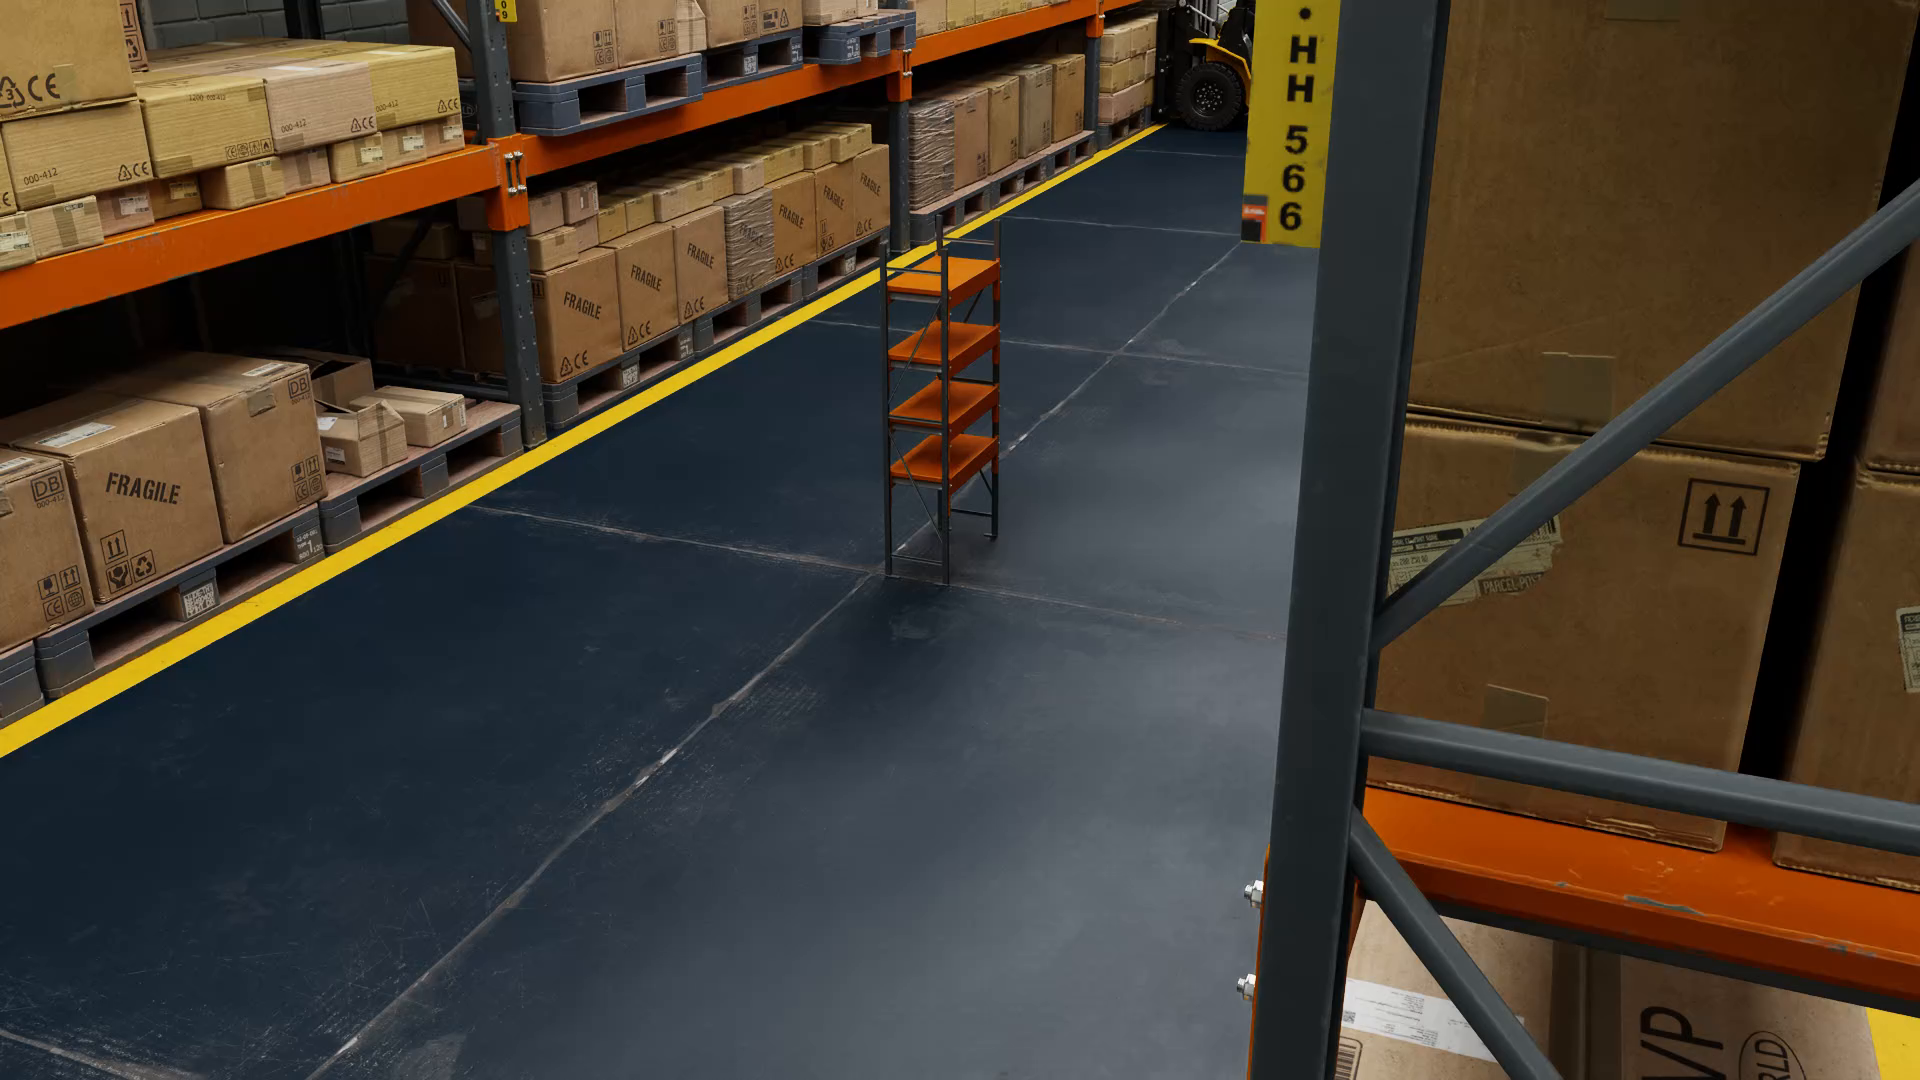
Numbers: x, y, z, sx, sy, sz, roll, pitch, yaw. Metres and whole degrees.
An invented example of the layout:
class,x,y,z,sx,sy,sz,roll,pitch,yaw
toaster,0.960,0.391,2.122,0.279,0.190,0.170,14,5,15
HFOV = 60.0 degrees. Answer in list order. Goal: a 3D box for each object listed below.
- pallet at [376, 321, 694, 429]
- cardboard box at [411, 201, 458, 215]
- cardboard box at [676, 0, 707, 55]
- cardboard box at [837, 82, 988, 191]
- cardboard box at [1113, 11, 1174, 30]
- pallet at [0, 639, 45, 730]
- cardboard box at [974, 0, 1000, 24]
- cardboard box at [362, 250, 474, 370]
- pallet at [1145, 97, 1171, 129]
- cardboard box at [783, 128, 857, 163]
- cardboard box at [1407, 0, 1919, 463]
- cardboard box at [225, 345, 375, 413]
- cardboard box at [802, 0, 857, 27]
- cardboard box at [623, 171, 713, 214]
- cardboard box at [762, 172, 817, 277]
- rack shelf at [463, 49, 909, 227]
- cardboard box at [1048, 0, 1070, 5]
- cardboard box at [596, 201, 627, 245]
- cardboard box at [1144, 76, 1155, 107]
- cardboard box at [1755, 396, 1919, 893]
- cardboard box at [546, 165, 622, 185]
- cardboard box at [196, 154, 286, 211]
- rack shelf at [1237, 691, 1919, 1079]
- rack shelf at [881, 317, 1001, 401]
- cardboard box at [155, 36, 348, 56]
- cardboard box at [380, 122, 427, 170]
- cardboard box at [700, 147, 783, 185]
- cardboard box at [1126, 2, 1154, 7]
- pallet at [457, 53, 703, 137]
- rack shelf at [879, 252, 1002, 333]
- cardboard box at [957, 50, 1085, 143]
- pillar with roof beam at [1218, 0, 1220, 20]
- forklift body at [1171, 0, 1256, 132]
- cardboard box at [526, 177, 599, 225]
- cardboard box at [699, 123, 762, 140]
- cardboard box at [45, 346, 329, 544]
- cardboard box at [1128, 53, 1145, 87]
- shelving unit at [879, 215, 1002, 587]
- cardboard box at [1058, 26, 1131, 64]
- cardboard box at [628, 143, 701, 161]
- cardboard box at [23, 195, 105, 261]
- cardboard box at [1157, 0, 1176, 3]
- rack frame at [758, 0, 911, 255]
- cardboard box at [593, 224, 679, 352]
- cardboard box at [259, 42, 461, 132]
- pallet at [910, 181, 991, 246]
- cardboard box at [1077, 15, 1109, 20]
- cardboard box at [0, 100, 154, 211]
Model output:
class,x,y,z,sx,sy,sz,roll,pitch,yaw
pallet,-2.024,-0.873,8.067,1.003,0.211,1.213,9,24,20
cardboard box,-2.330,-1.471,7.737,0.380,0.149,0.250,9,24,20
cardboard box,-1.419,-2.438,7.823,0.396,0.266,0.258,10,25,23
cardboard box,-0.326,-2.849,11.715,0.875,0.625,0.625,10,25,22
cardboard box,1.727,-4.789,15.548,0.500,0.250,0.500,8,24,19
pallet,-3.454,0.542,4.679,1.003,0.211,1.213,9,24,20
cardboard box,-0.038,-3.714,11.445,0.500,0.250,0.500,8,24,18
cardboard box,-2.384,-1.122,7.742,0.500,0.500,0.500,9,24,20
pallet,1.466,-4.156,15.927,1.003,0.211,1.213,9,24,20
cardboard box,-0.827,-2.319,9.768,0.380,0.149,0.250,7,24,17
cardboard box,0.791,-0.437,1.977,0.500,0.500,0.500,10,25,22
cardboard box,-2.756,-0.614,6.772,0.500,0.311,0.500,10,25,22
cardboard box,-0.897,-2.996,9.180,0.500,0.250,0.500,8,24,18
cardboard box,-1.484,-1.770,8.452,0.380,0.149,0.250,10,25,22
cardboard box,-1.151,-1.788,9.337,0.500,0.500,0.500,10,25,22
rack shelf,-1.549,-2.247,8.672,1.077,0.370,4.000,9,24,20
cardboard box,0.554,-4.259,12.748,0.500,0.250,0.500,9,24,20
cardboard box,-1.795,-1.497,7.799,0.380,0.149,0.250,7,24,17
cardboard box,1.518,-4.147,15.309,0.500,0.250,0.500,9,24,21
cardboard box,1.278,0.100,1.988,0.500,0.500,0.500,9,24,20
cardboard box,-1.981,-1.845,8.633,0.380,0.149,0.250,9,24,21
cardboard box,-2.517,-1.219,5.603,0.380,0.149,0.250,8,24,19
rack shelf,1.576,-0.107,3.547,1.077,0.370,4.000,9,24,20
rack shelf,-0.061,-0.639,5.817,0.258,0.148,0.480,9,24,20
cardboard box,-2.726,-1.793,6.459,0.500,0.250,0.500,8,24,19
cardboard box,-2.252,-1.501,6.278,0.380,0.149,0.250,9,24,21
cardboard box,-1.198,-2.054,9.133,0.380,0.149,0.250,8,24,19
cardboard box,1.629,-5.220,16.580,0.500,0.250,0.500,9,24,20
pallet,-1.893,-2.045,7.504,1.003,0.211,1.213,9,24,20
rack shelf,-0.061,-0.857,5.725,0.258,0.148,0.480,9,24,20
cardboard box,0.497,-3.636,13.599,0.875,0.625,0.625,10,25,22
pillar with roof beam,7.296,-10.337,19.321,9.100,9.000,0.400,9,24,20
forklift body,3.155,-4.826,15.014,2.313,2.155,1.214,9,24,20
cardboard box,-1.859,-1.531,7.493,0.380,0.149,0.250,8,24,17
cardboard box,-1.412,-2.401,9.964,0.380,0.149,0.250,10,25,22
cardboard box,-2.723,-0.350,5.893,0.700,0.500,0.500,8,24,18
cardboard box,1.332,-4.191,14.767,0.500,0.250,0.500,9,24,20
shelving unit,-0.061,-0.494,5.877,0.258,1.200,0.503,9,24,20
cardboard box,1.151,-4.241,14.237,0.500,0.250,0.500,8,24,19
cardboard box,-1.669,-2.117,9.282,0.380,0.149,0.250,8,24,19
cardboard box,-2.797,-0.946,4.948,0.380,0.149,0.250,9,24,21
cardboard box,2.285,-5.335,16.855,0.500,0.250,0.500,10,25,22
rack frame,-0.806,-3.295,10.246,1.000,3.000,0.127,9,24,20
cardboard box,-1.714,-1.237,8.017,0.500,0.500,0.500,8,24,19
cardboard box,-2.254,-1.714,6.271,0.500,0.250,0.500,9,24,21
pallet,-0.464,-2.297,11.476,1.003,0.211,1.213,9,24,20
cardboard box,1.058,-4.679,15.286,0.500,0.250,0.500,9,24,20
cardboard box,-2.816,-1.172,4.973,0.500,0.250,0.500,8,24,19
